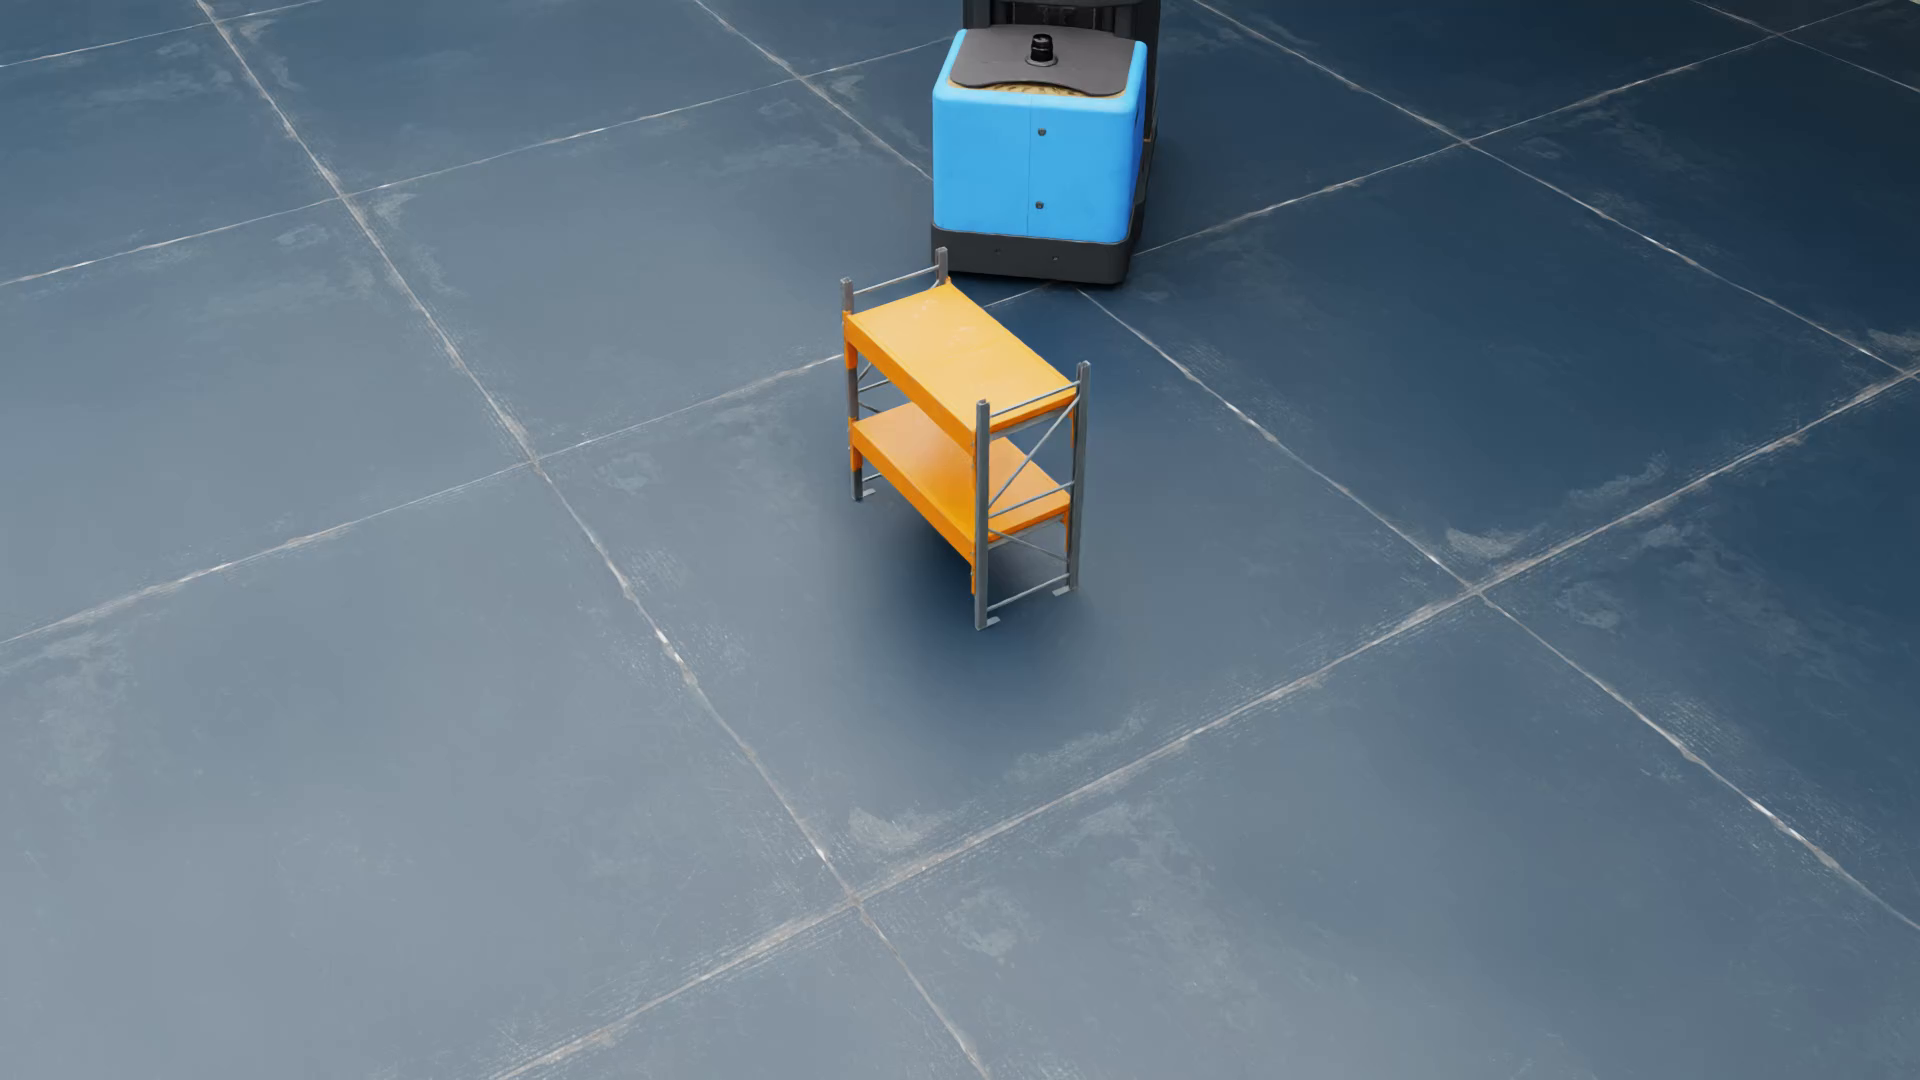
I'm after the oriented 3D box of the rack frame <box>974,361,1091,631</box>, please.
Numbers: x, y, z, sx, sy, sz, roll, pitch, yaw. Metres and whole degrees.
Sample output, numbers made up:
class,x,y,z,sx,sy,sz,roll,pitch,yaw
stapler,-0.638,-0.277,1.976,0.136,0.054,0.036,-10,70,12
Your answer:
class,x,y,z,sx,sy,sz,roll,pitch,yaw
rack frame,0.277,-0.154,6.556,0.500,1.125,0.032,-22,45,-24

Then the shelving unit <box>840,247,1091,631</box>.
class,x,y,z,sx,sy,sz,roll,pitch,yaw
shelving unit,0.004,-0.428,6.886,0.538,1.125,1.048,-22,45,-24

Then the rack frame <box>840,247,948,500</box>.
class,x,y,z,sx,sy,sz,roll,pitch,yaw
rack frame,-0.270,-0.703,7.215,0.500,1.125,0.032,-22,45,-24

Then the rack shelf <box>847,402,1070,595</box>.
class,x,y,z,sx,sy,sz,roll,pitch,yaw
rack shelf,0.004,-0.241,7.042,0.538,0.278,1.000,-22,45,-24

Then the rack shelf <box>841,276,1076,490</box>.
class,x,y,z,sx,sy,sz,roll,pitch,yaw
rack shelf,0.004,-0.653,6.698,0.538,0.278,1.000,-22,45,-24

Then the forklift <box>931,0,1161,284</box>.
class,x,y,z,sx,sy,sz,roll,pitch,yaw
forklift,0.599,-3.418,9.063,1.130,2.935,3.031,6,40,7
